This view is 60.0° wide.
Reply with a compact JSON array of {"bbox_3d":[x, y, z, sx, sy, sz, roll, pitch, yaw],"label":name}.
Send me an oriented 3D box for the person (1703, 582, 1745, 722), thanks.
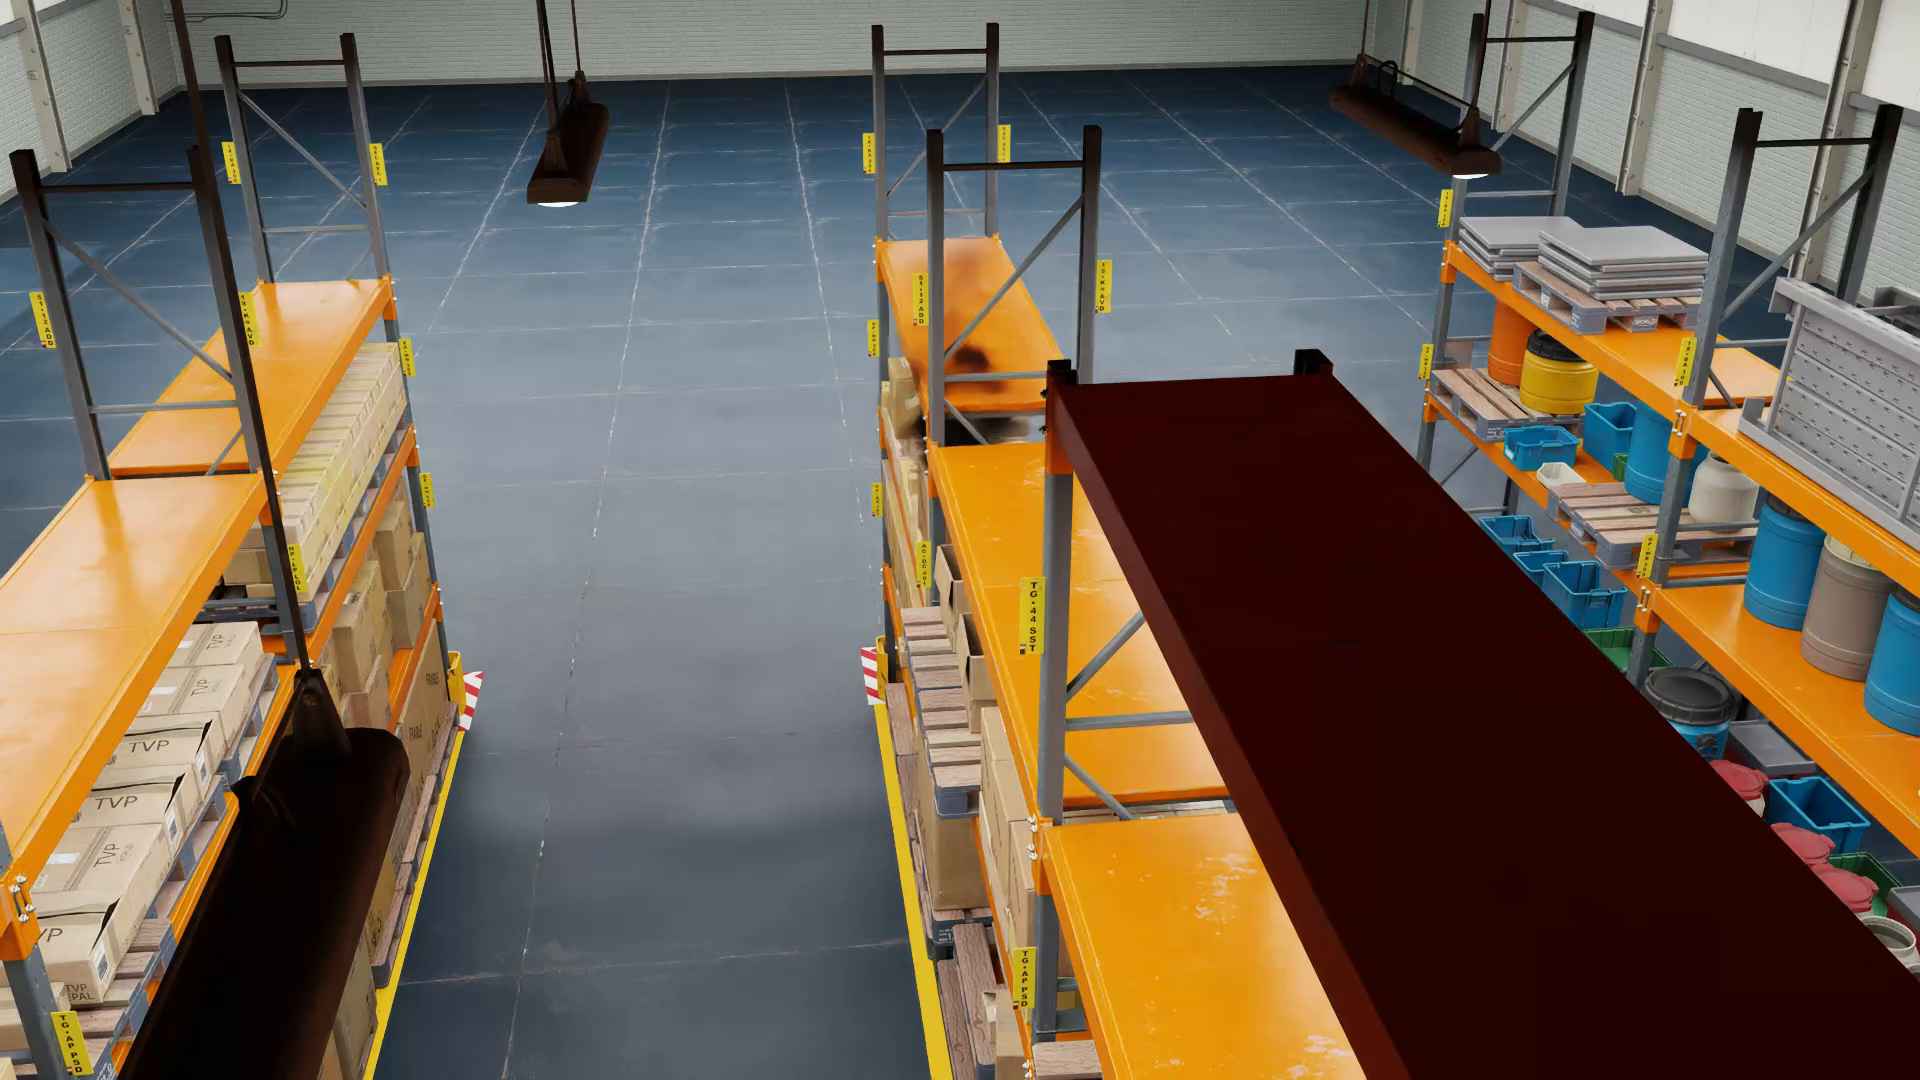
[{"bbox_3d":[6.927,0.891,14.768,0.621,1.607,0.571,-9,27,-18],"label":"person"}]
